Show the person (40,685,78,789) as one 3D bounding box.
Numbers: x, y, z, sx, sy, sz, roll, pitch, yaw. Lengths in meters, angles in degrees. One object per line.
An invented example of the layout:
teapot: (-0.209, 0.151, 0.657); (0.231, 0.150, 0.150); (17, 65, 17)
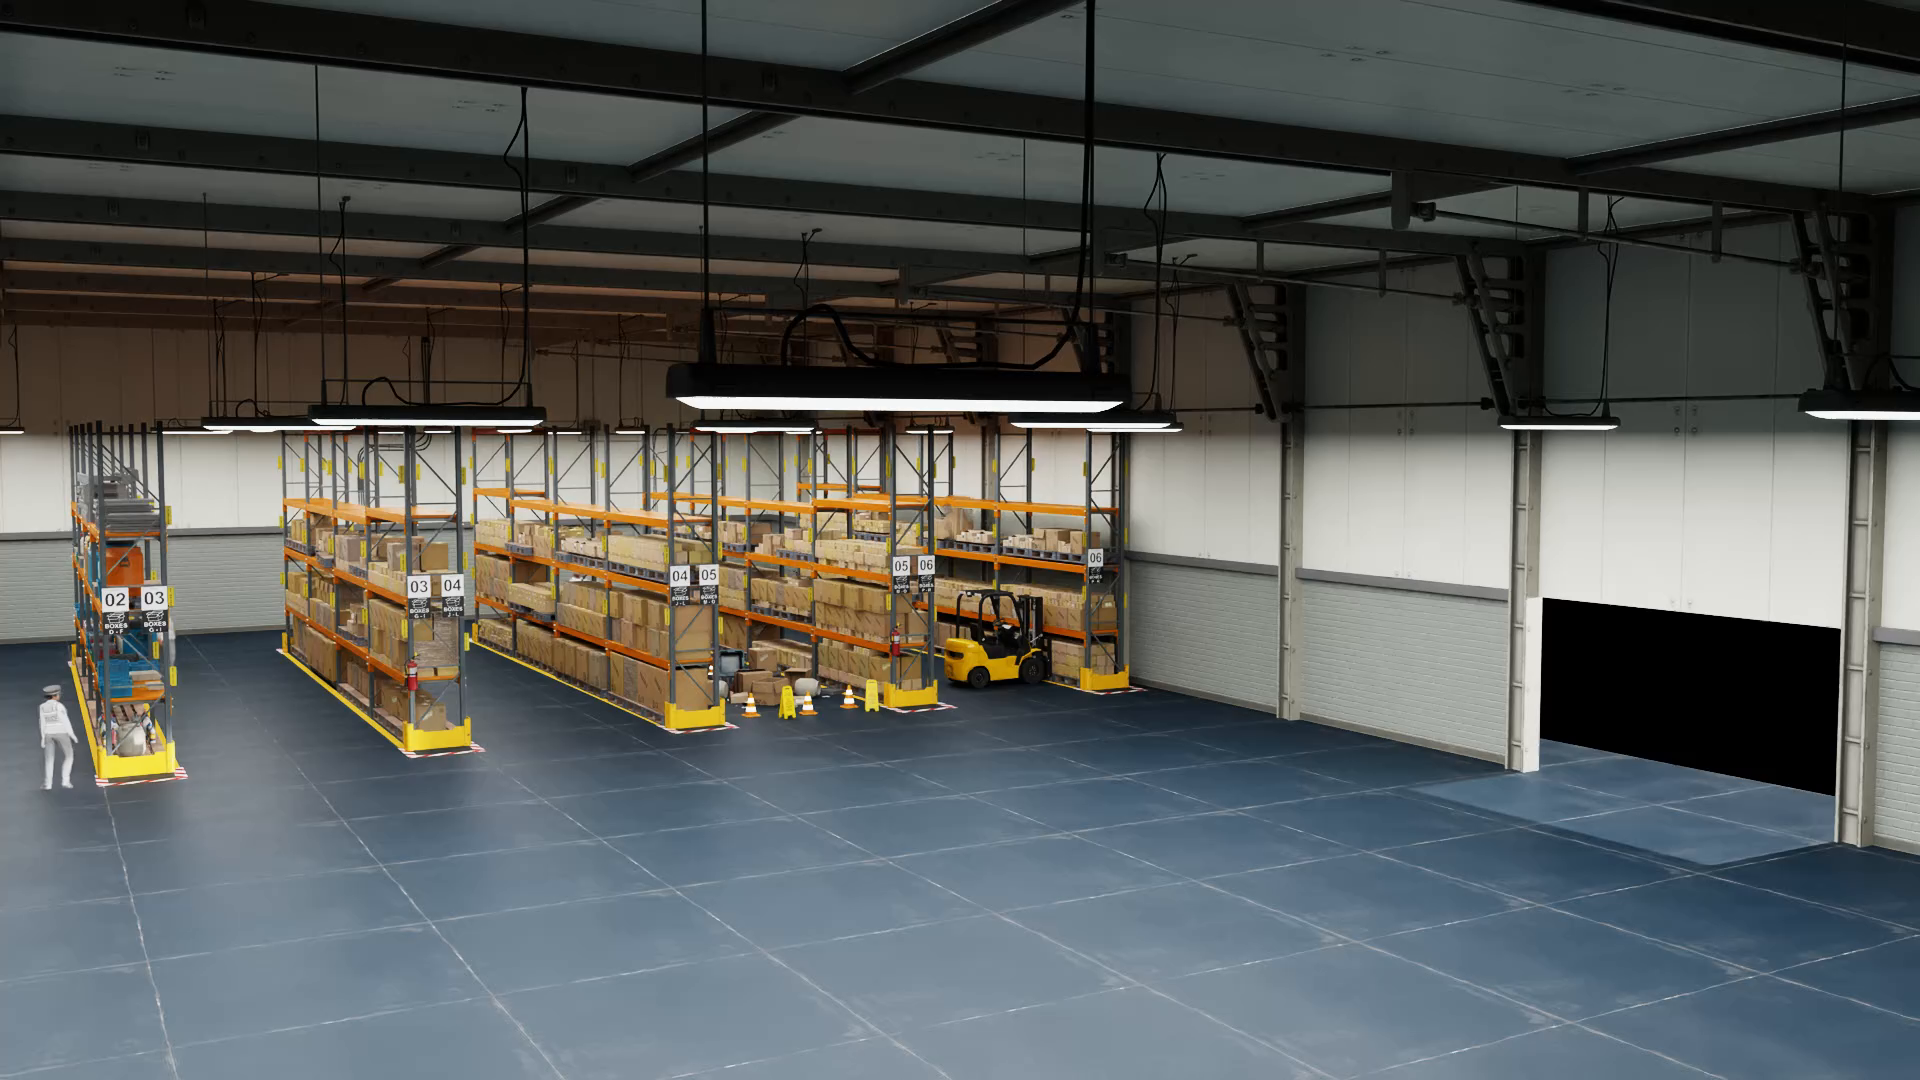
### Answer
person: (-14.635, 3.217, 27.005); (0.612, 1.707, 0.391); (0, 4, 6)

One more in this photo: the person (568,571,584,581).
person: (-11.626, 1.726, 50.670); (0.650, 1.755, 0.557); (-2, 4, -23)

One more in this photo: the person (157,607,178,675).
person: (-19.153, 2.388, 39.998); (0.500, 1.738, 0.932); (-3, 5, -42)
